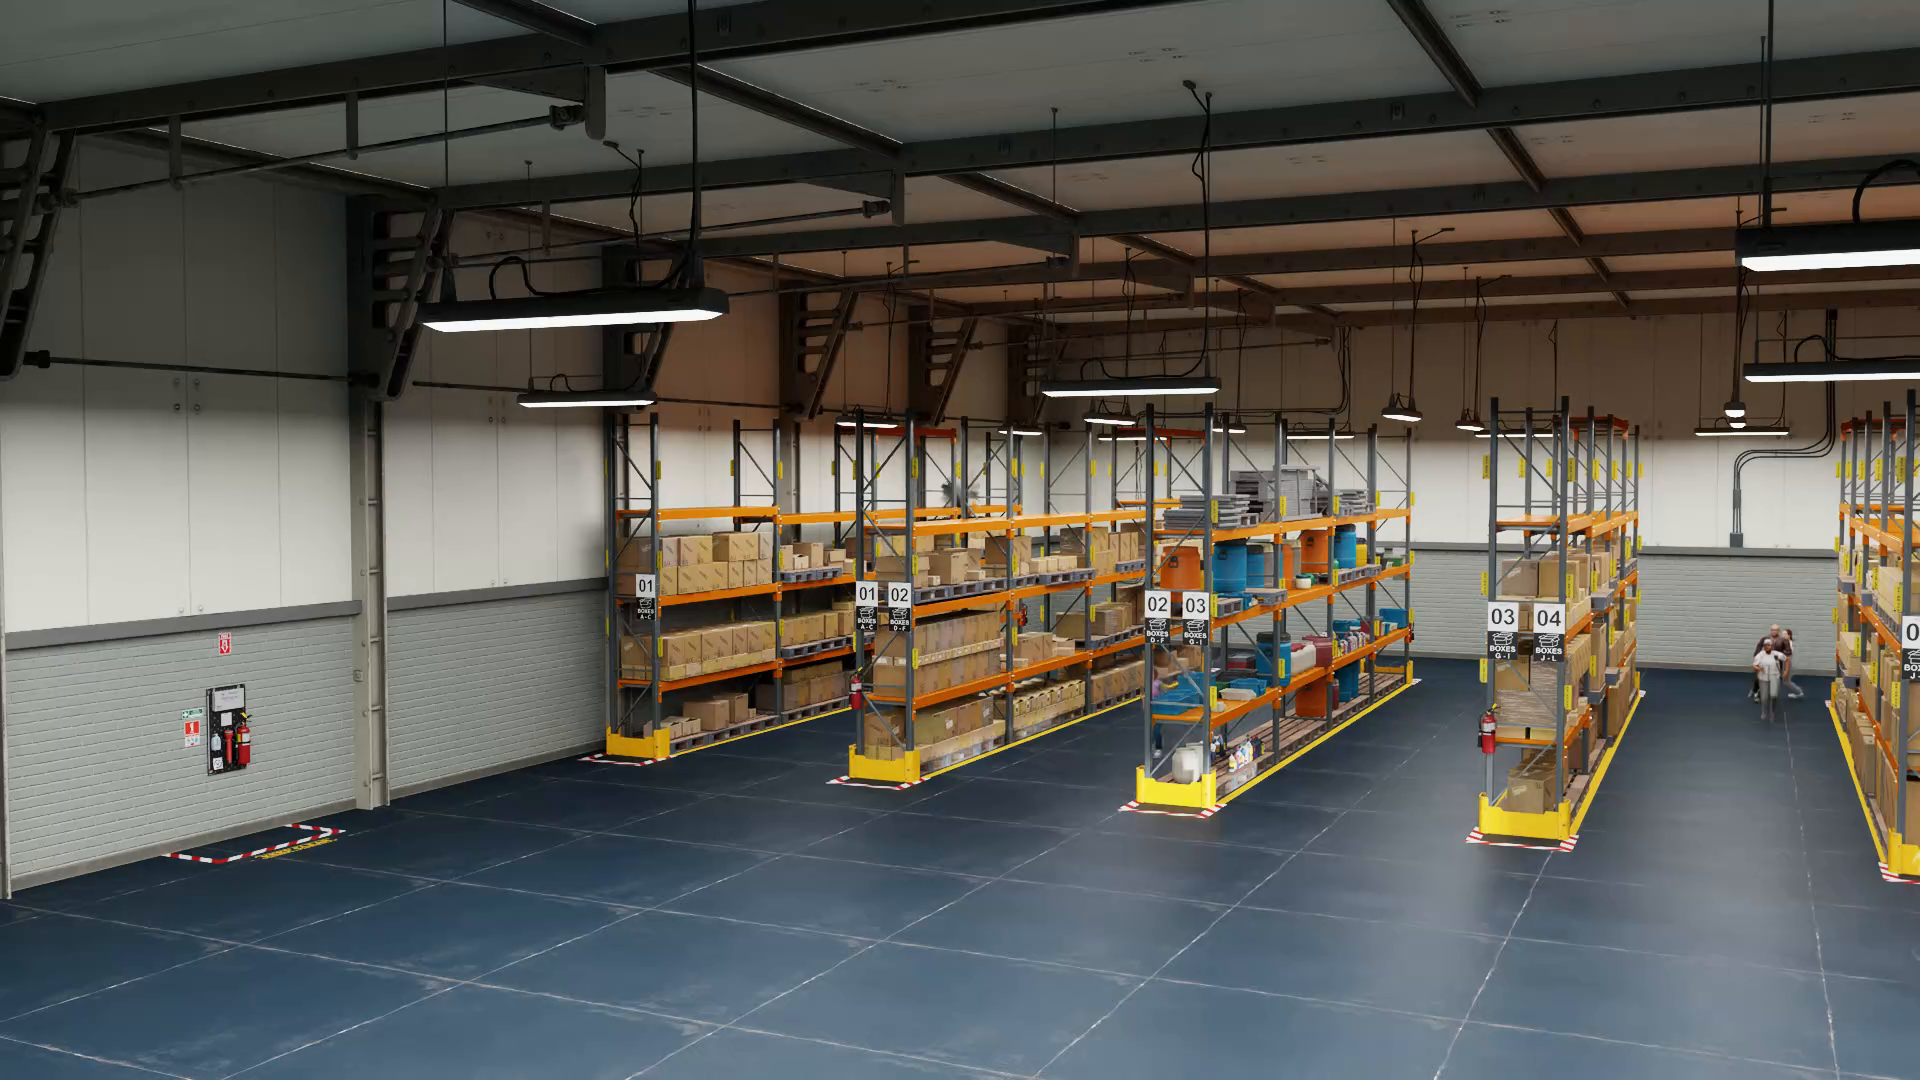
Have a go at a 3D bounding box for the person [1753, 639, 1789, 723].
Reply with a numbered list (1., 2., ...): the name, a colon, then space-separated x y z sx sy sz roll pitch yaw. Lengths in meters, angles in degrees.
1. person: 16.062 2.785 32.953 0.618 1.644 0.827 2 3 34

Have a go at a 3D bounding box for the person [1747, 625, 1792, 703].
1. person: 17.331 2.666 35.640 0.924 1.686 0.623 2 3 43

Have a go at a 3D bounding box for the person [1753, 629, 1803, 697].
1. person: 17.881 2.696 36.171 1.095 1.533 0.646 0 2 -3

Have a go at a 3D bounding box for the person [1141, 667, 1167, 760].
1. person: 3.344 2.998 28.776 0.545 1.621 0.650 1 3 27
